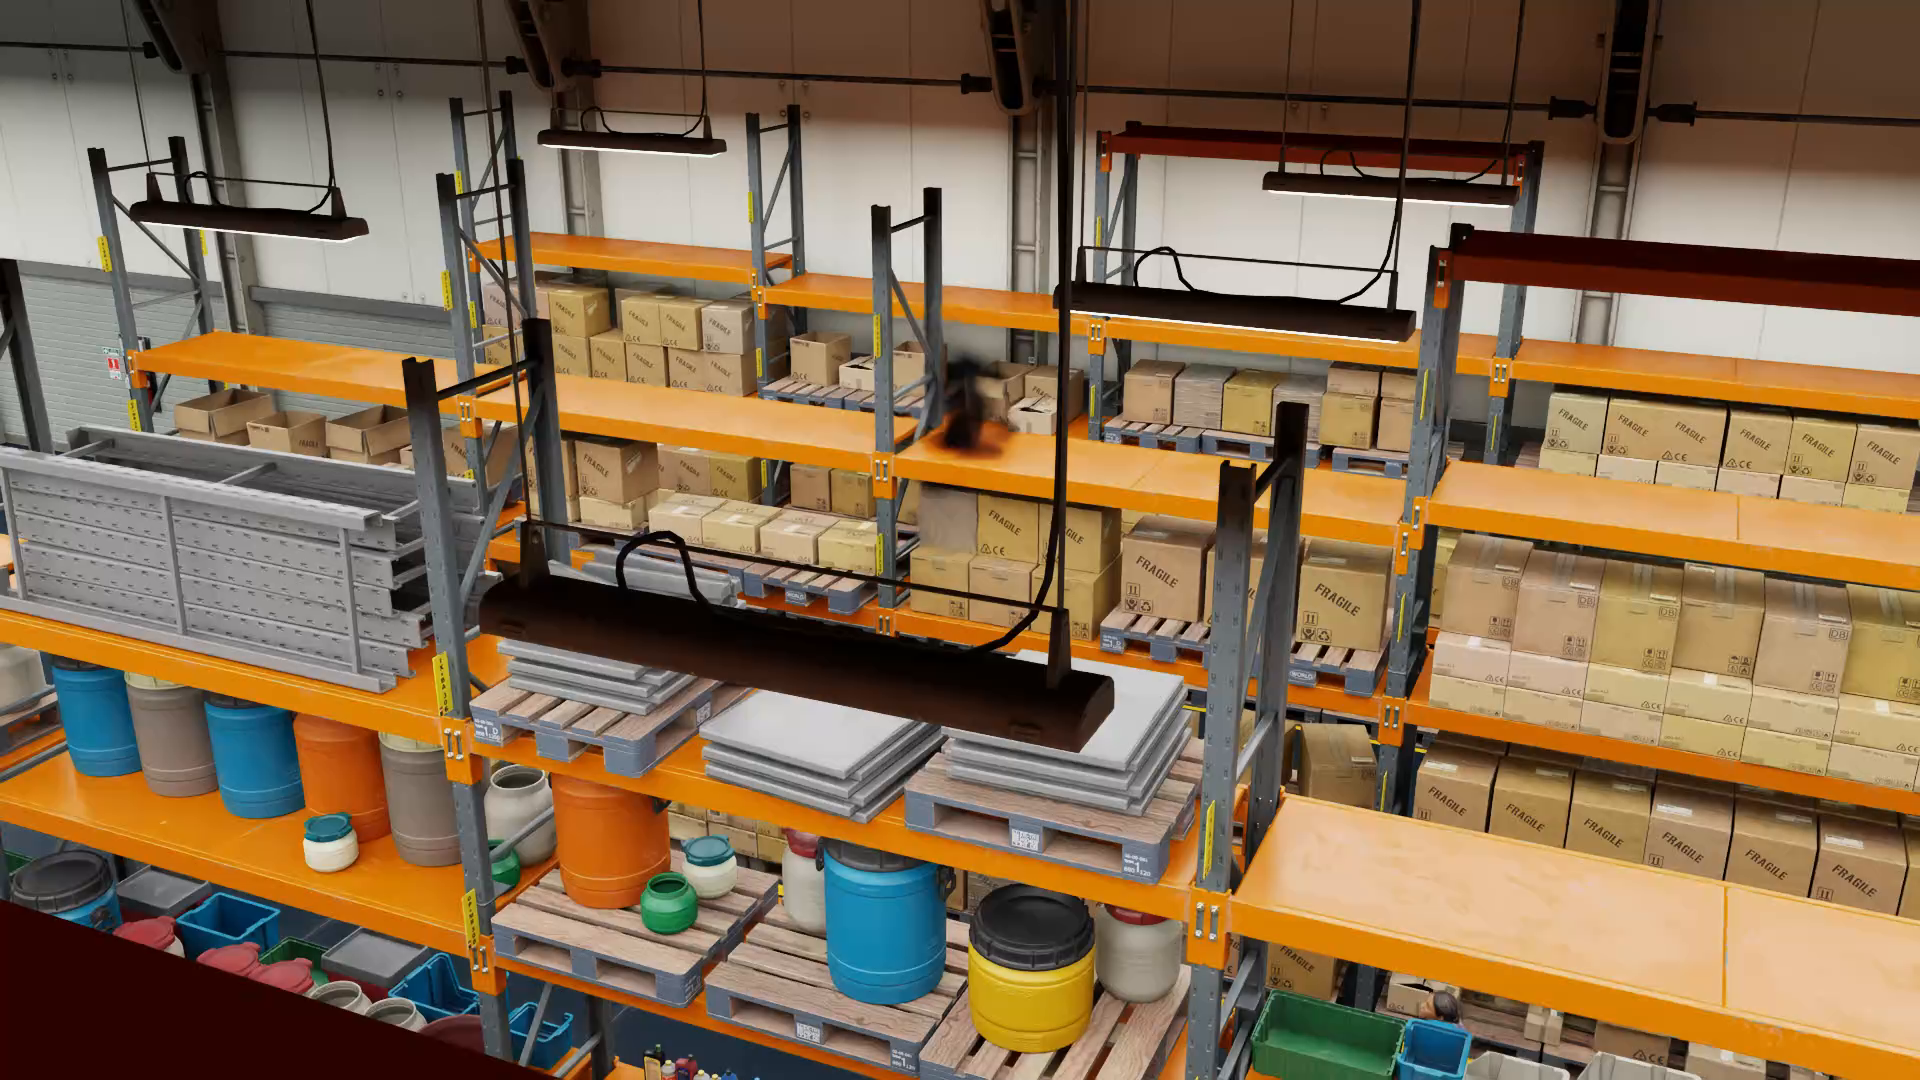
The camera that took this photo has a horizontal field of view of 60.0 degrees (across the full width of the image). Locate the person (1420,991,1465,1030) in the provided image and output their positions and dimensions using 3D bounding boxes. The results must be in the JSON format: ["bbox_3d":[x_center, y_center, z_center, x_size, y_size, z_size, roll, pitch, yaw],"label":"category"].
[{"bbox_3d":[3.083,3.617,10.759,0.693,1.610,0.609,7,22,18],"label":"person"}]
